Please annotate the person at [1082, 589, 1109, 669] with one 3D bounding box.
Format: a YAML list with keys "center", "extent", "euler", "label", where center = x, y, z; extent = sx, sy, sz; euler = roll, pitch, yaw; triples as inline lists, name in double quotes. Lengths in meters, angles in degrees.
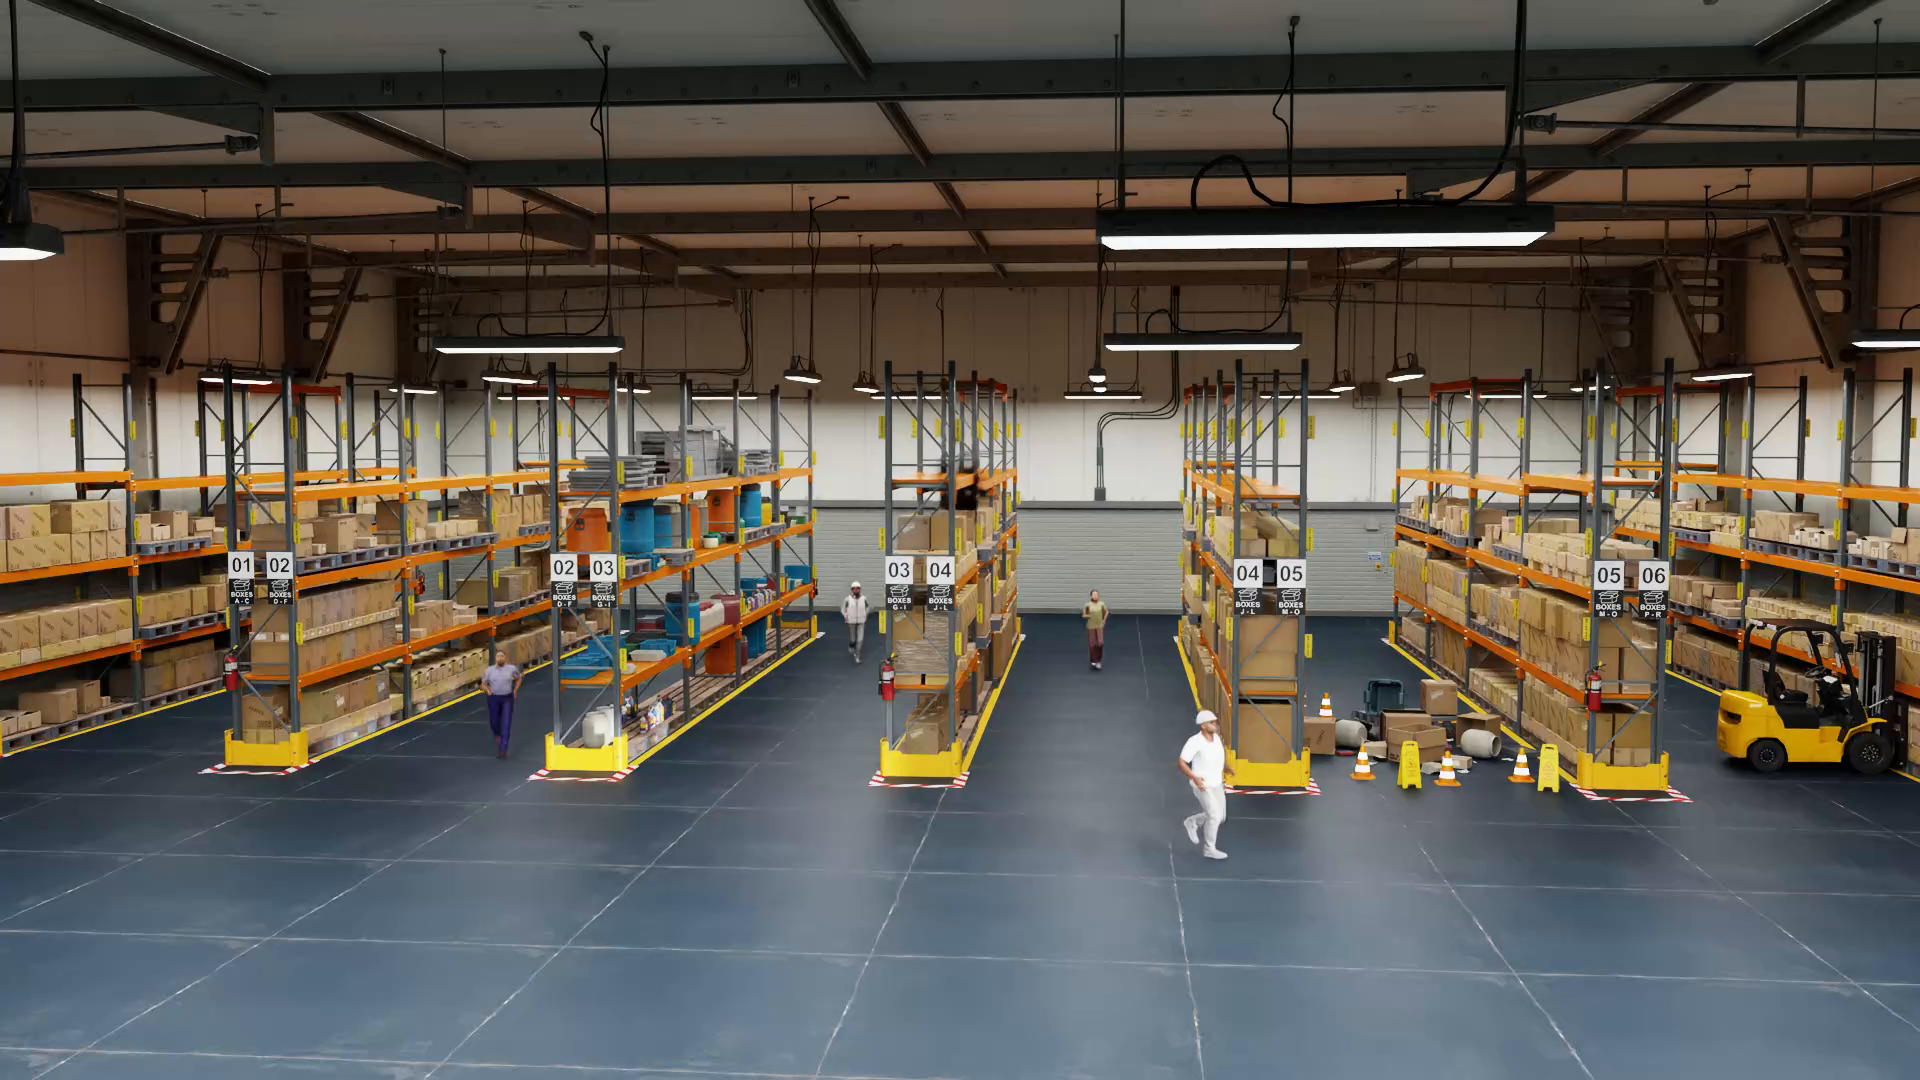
- center: [2.848, 1.878, 34.931]
  extent: [0.561, 1.678, 0.620]
  euler: [0, 4, 2]
  label: "person"

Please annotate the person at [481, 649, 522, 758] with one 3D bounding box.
- center: [-7.065, 2.496, 25.637]
  extent: [0.609, 1.622, 0.886]
  euler: [-1, 4, -12]
  label: "person"

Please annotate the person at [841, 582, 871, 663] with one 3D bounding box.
- center: [-2.245, 1.775, 36.025]
  extent: [0.662, 1.742, 0.714]
  euler: [-1, 4, -10]
  label: "person"

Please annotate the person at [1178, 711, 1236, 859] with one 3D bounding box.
- center: [2.860, 2.854, 19.525]
  extent: [0.696, 1.727, 0.671]
  euler: [-4, 5, -45]
  label: "person"
